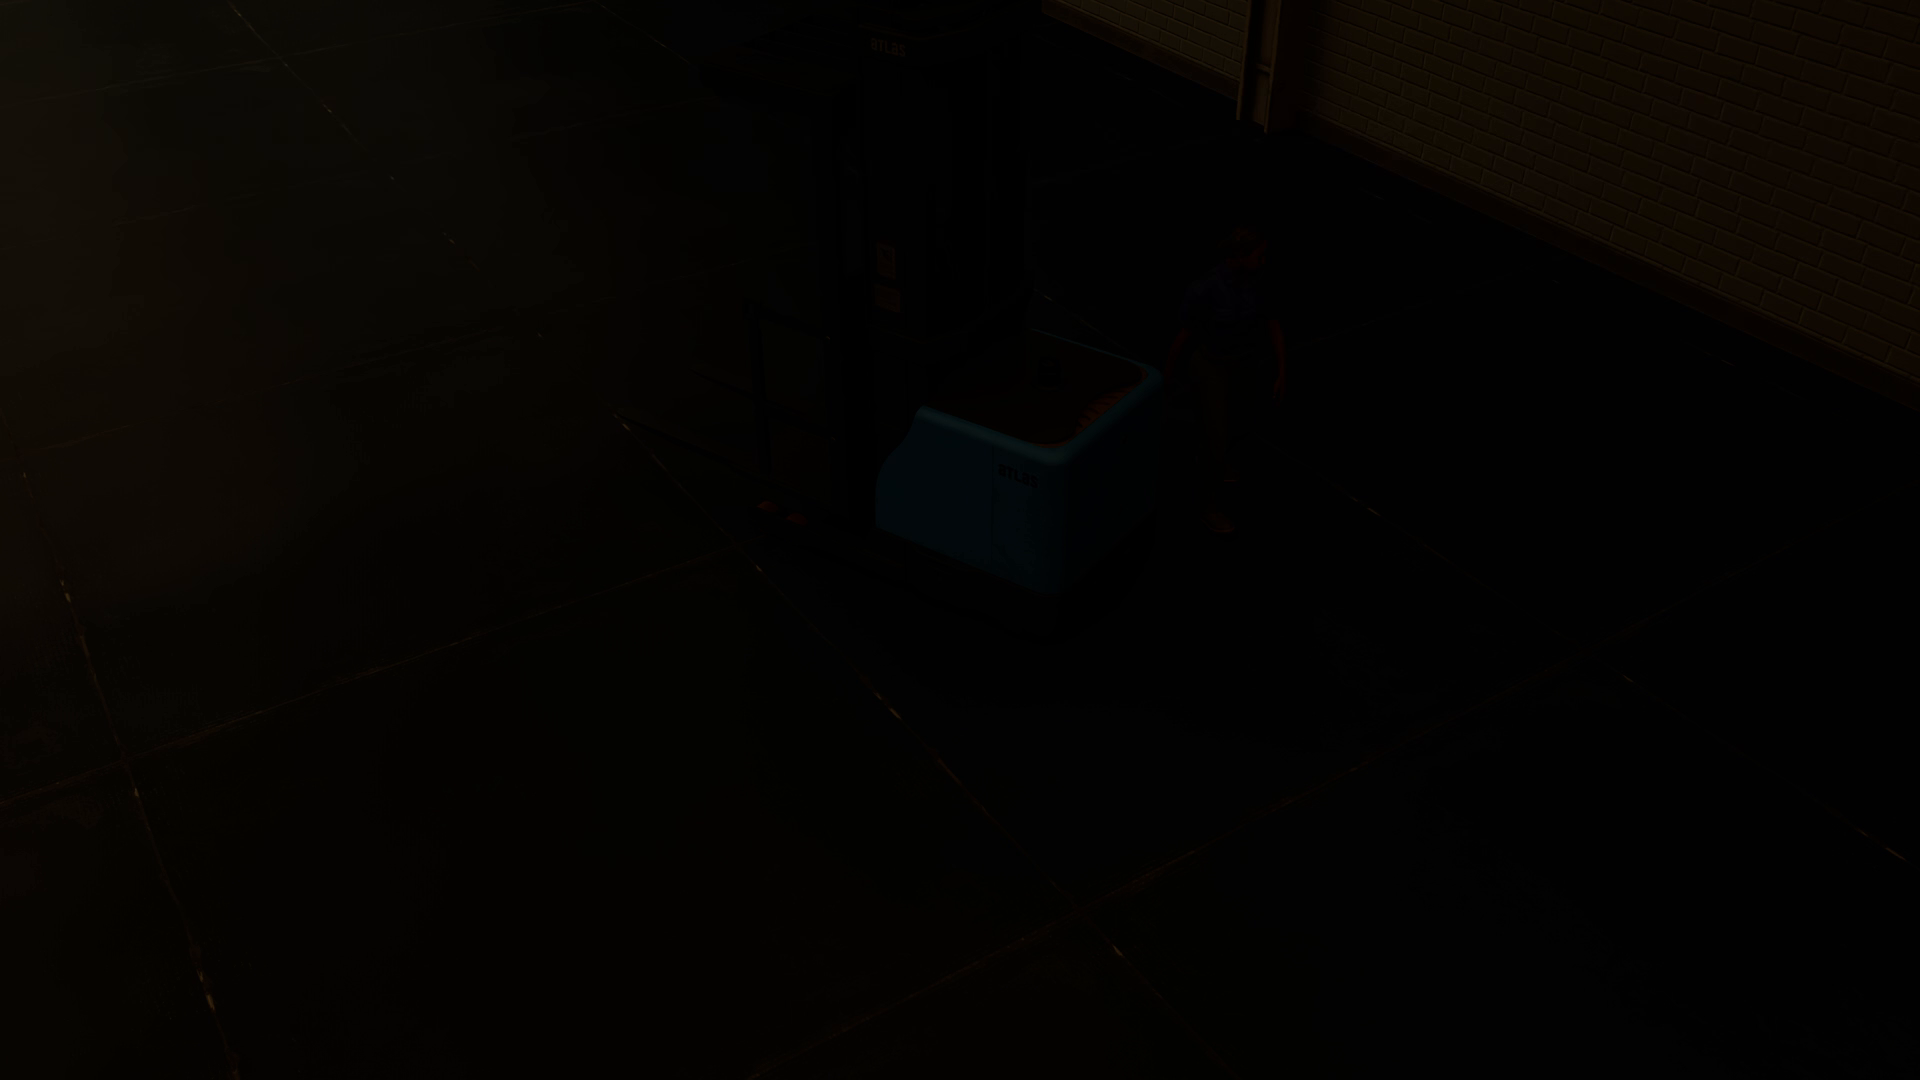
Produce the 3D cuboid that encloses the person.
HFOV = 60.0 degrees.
[{"bbox_3d":[1.339,-0.847,8.528,0.606,1.594,0.743,-17,39,-23],"label":"person"}]

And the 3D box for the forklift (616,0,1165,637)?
[{"bbox_3d":[-0.500,-1.399,8.138,3.031,2.935,1.130,22,41,28],"label":"forklift"}]
